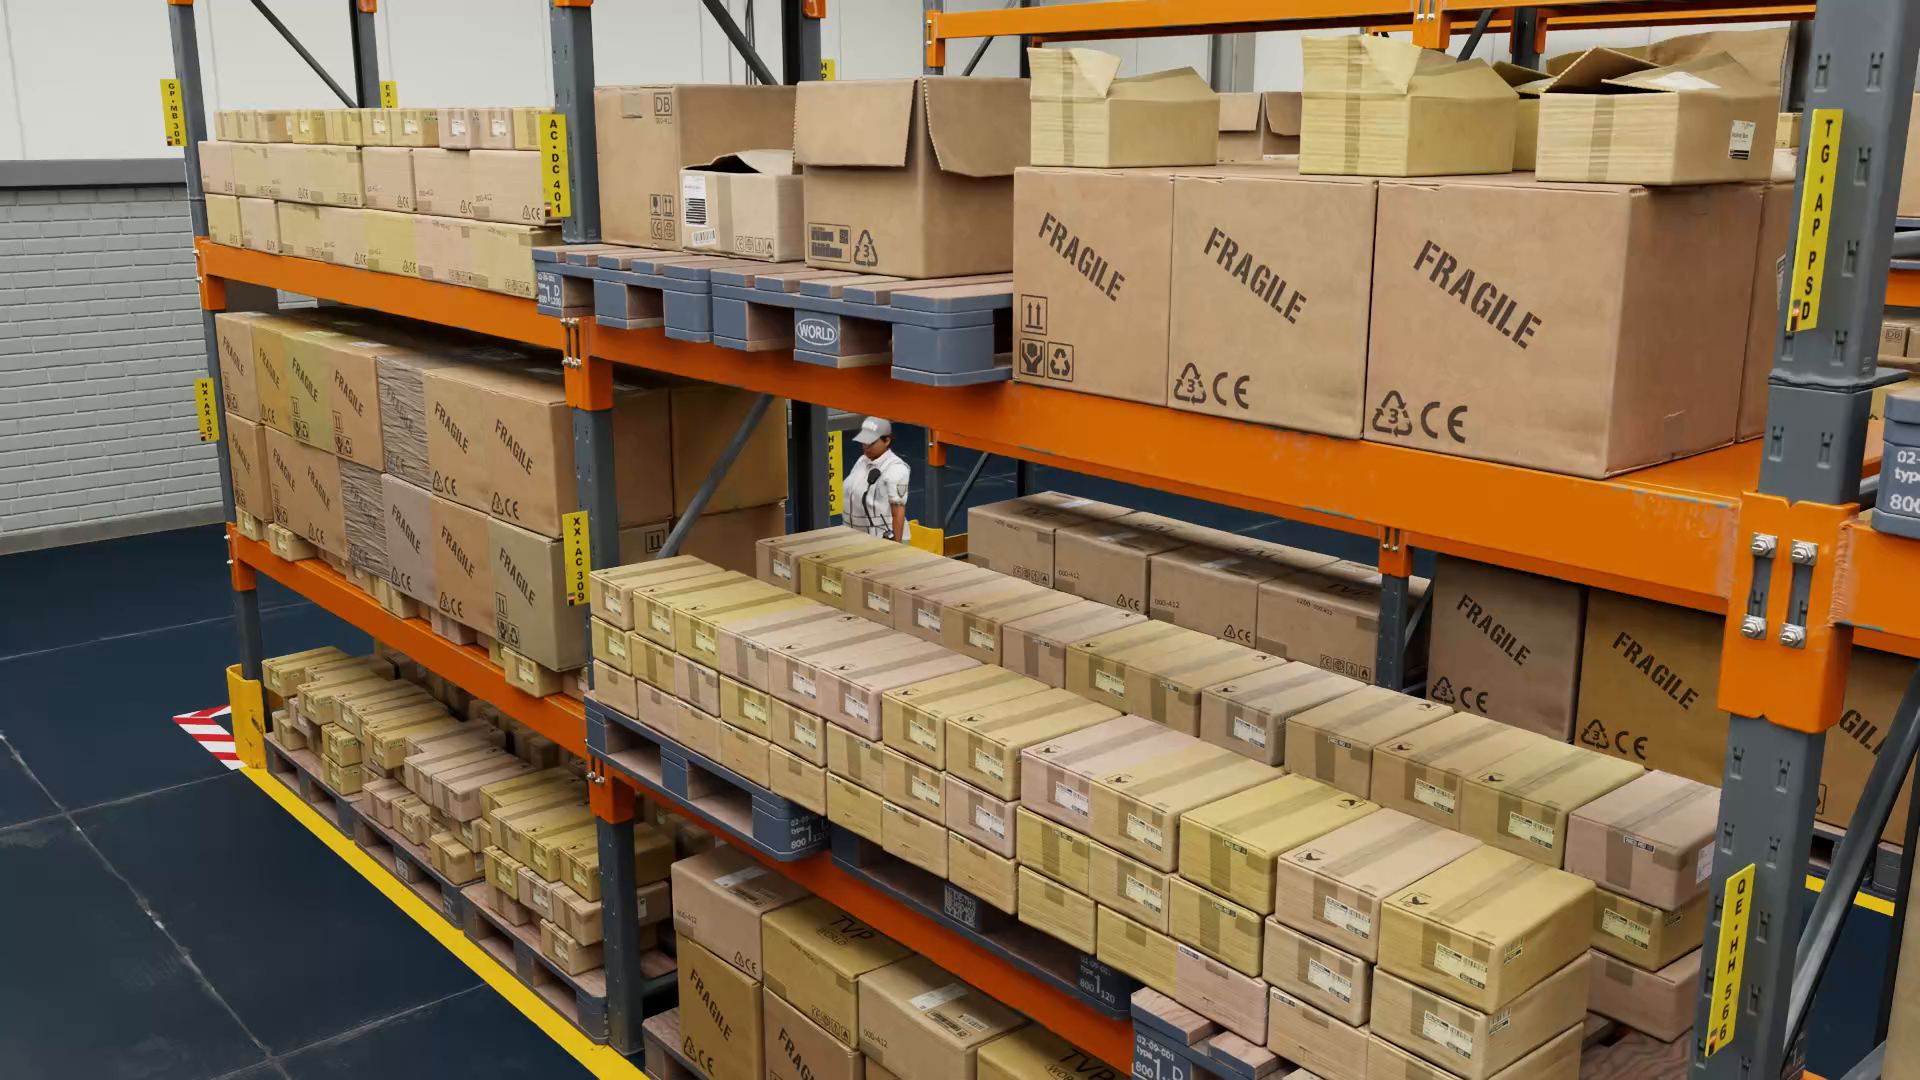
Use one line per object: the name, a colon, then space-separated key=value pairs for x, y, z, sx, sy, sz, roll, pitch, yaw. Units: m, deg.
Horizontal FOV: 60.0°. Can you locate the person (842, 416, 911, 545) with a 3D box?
person: x=-0.521 y=0.045 z=10.342 sx=0.391 sy=1.659 sz=0.463 roll=-12 pitch=18 yaw=-38
